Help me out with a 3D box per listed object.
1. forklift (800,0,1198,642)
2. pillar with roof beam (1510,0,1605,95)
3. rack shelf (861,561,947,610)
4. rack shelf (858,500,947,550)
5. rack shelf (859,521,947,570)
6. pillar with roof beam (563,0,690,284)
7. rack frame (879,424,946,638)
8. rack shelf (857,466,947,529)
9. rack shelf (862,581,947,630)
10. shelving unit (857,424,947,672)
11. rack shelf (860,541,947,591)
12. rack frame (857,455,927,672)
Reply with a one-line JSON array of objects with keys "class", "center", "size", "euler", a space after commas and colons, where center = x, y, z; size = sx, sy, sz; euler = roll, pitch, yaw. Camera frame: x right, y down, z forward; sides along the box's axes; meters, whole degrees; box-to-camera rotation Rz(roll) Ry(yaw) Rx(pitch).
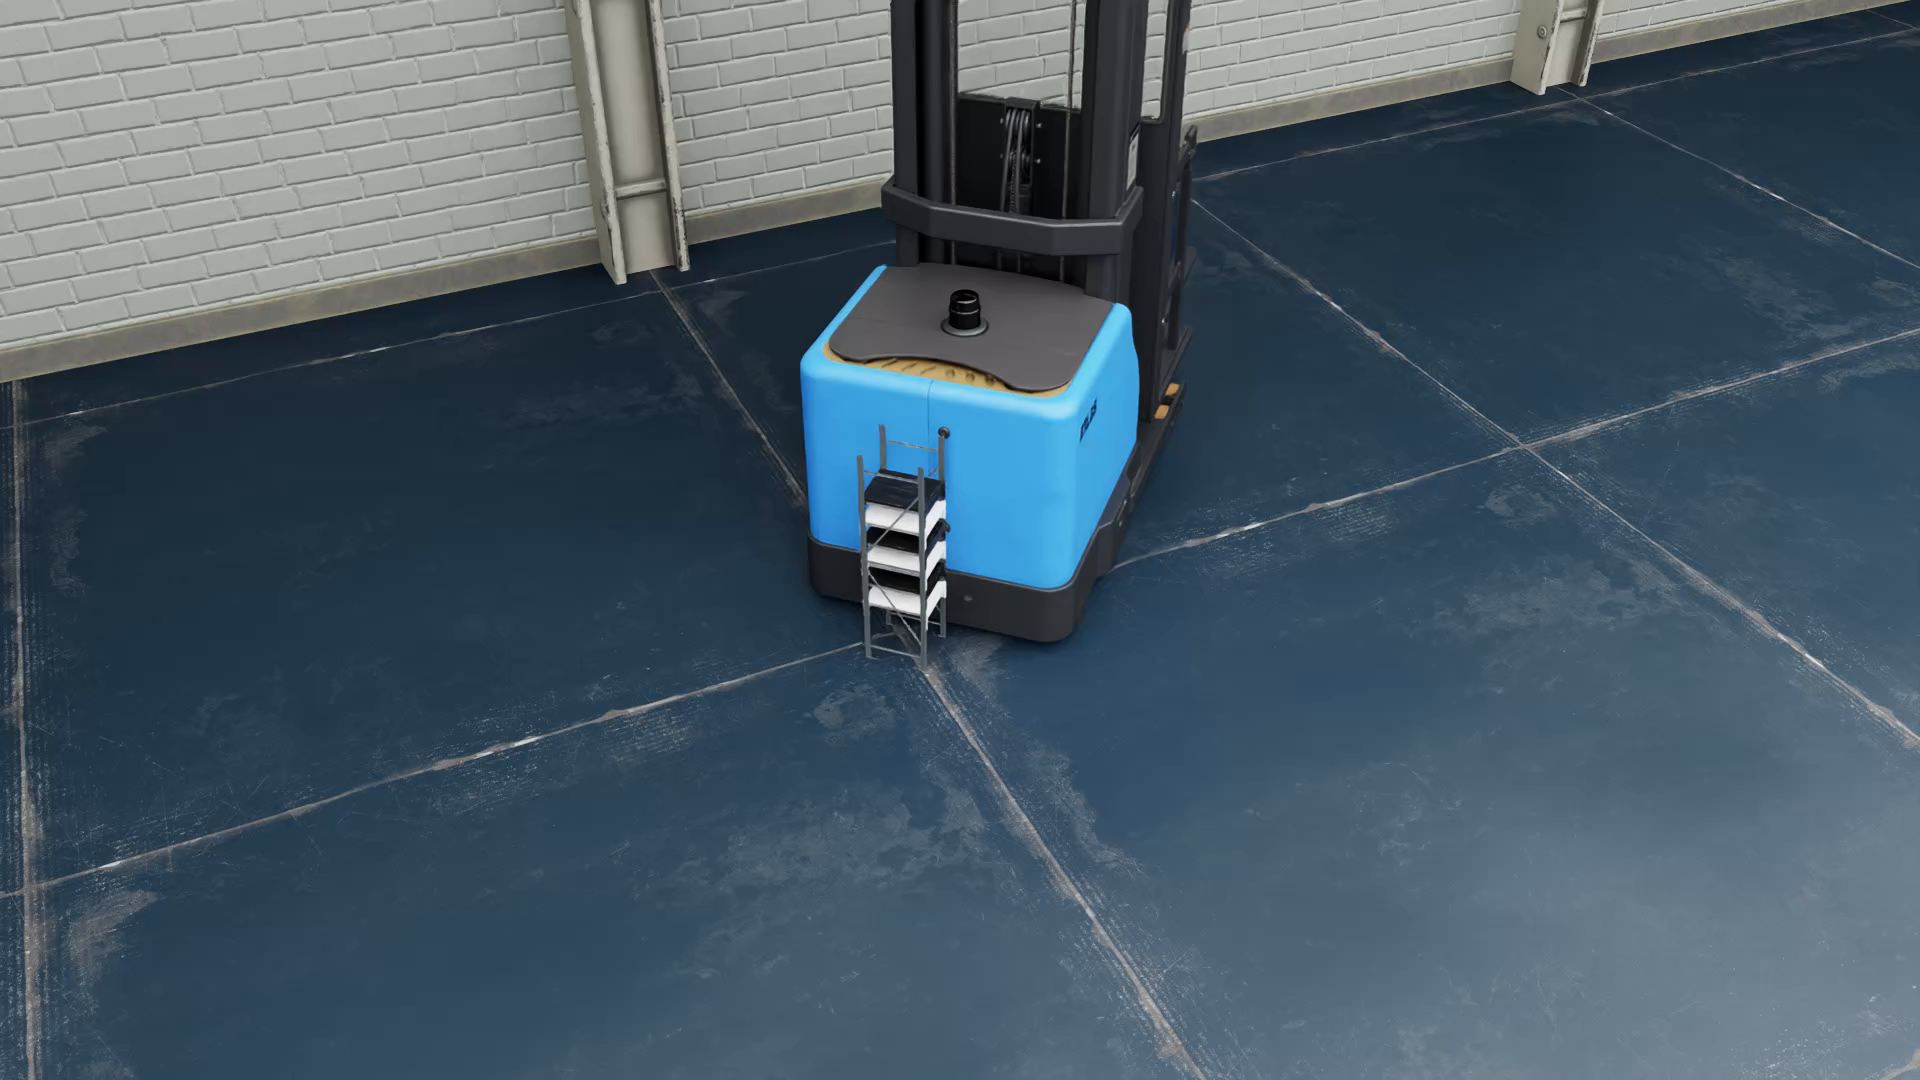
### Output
[{"class": "forklift", "center": [0.379, -1.680, 6.555], "size": [1.130, 2.935, 3.031], "euler": [12, 38, 15]}, {"class": "pillar with roof beam", "center": [5.615, -4.251, 4.928], "size": [0.400, 9.000, 9.100], "euler": [-16, 39, -20]}, {"class": "rack shelf", "center": [-0.201, 0.140, 6.013], "size": [0.258, 0.077, 0.200], "euler": [12, 38, 16]}, {"class": "rack shelf", "center": [-0.201, -0.077, 5.853], "size": [0.258, 0.077, 0.200], "euler": [12, 38, 16]}, {"class": "rack shelf", "center": [-0.201, -0.005, 5.906], "size": [0.258, 0.077, 0.200], "euler": [12, 38, 16]}, {"class": "pillar with roof beam", "center": [0.184, -2.733, 2.881], "size": [0.400, 9.000, 9.100], "euler": [-16, 39, -20]}, {"class": "rack frame", "center": [-0.167, -0.017, 6.017], "size": [0.240, 0.900, 0.006], "euler": [12, 38, 16]}, {"class": "rack shelf", "center": [-0.201, -0.150, 5.799], "size": [0.258, 0.077, 0.200], "euler": [12, 38, 16]}, {"class": "rack shelf", "center": [-0.201, 0.212, 6.067], "size": [0.258, 0.077, 0.200], "euler": [12, 38, 16]}, {"class": "shelving unit", "center": [-0.201, 0.041, 5.940], "size": [0.258, 0.900, 0.210], "euler": [12, 38, 16]}, {"class": "rack shelf", "center": [-0.201, 0.067, 5.960], "size": [0.258, 0.077, 0.200], "euler": [12, 38, 16]}, {"class": "rack frame", "center": [-0.235, 0.098, 5.863], "size": [0.240, 0.900, 0.006], "euler": [12, 38, 16]}]
